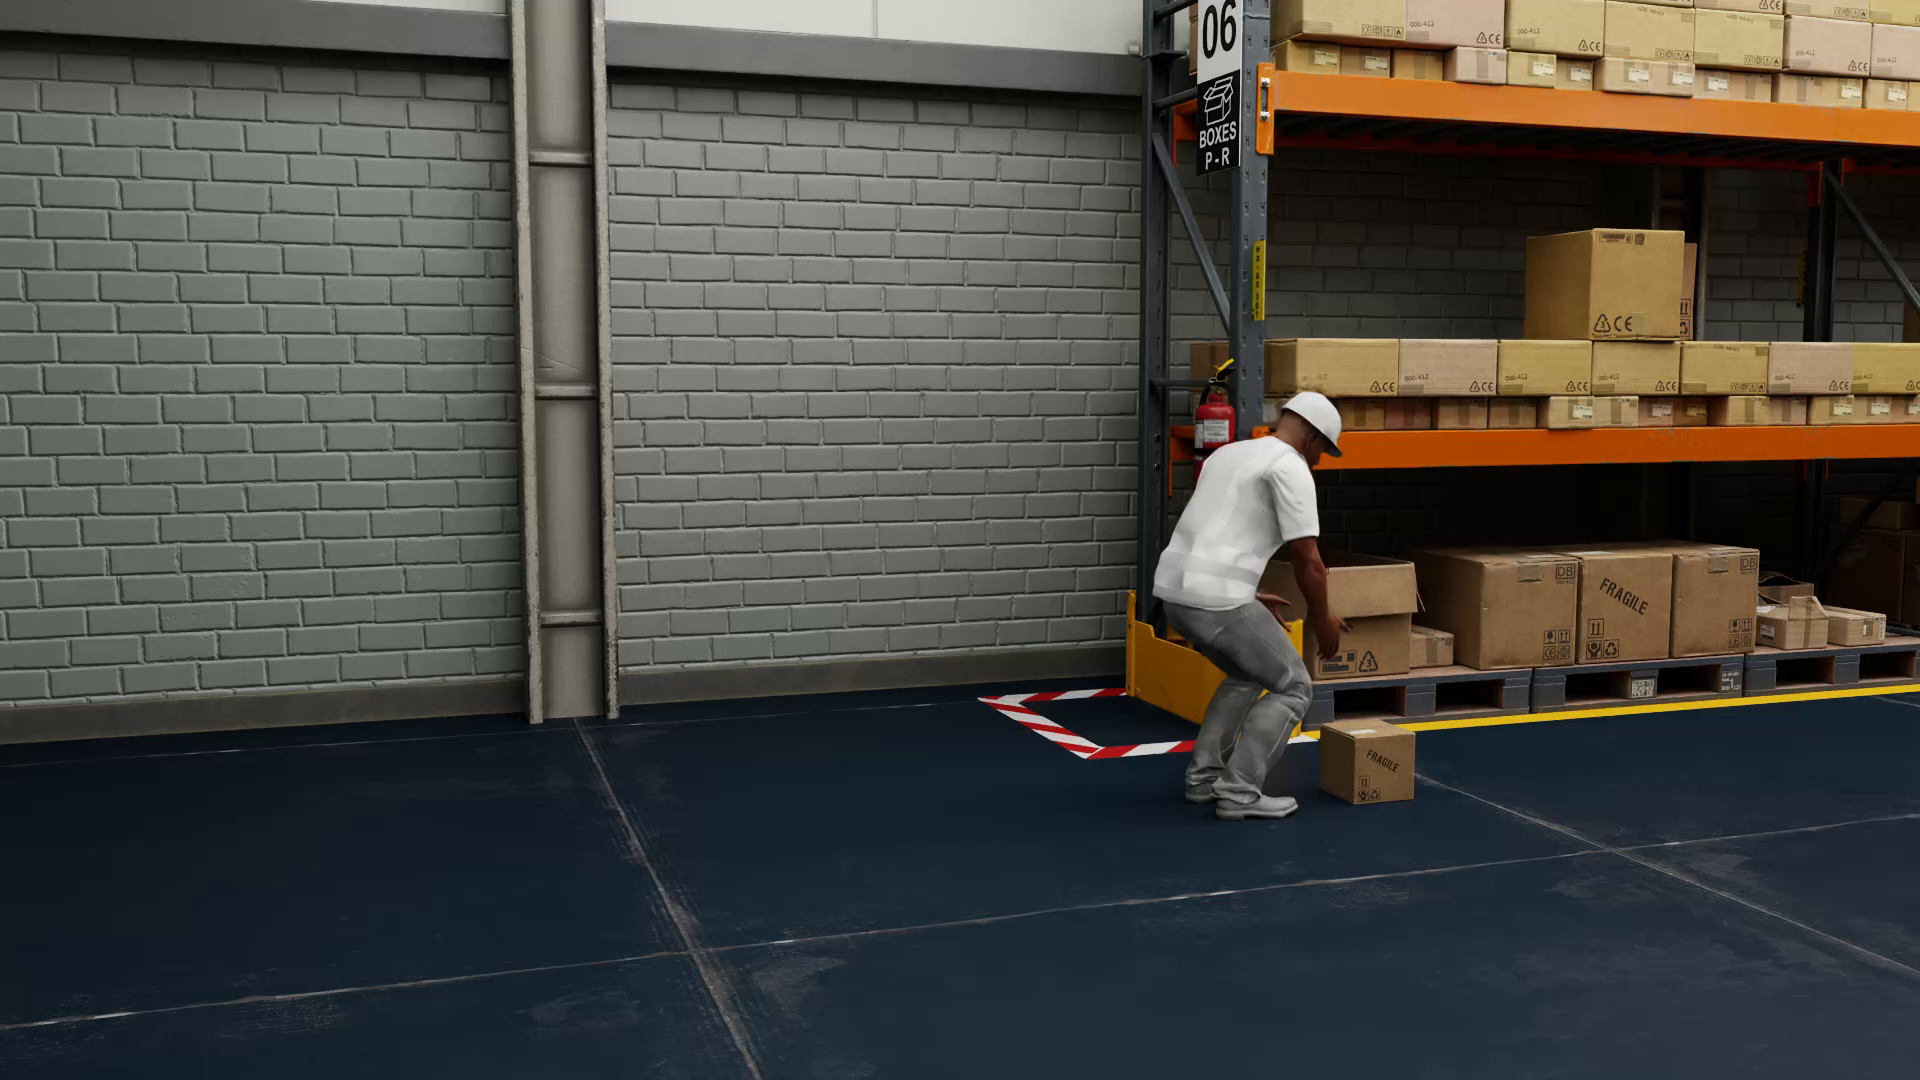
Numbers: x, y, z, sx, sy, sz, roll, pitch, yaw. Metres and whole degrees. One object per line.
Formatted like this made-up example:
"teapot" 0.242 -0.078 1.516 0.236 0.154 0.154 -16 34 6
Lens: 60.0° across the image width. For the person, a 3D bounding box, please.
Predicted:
"person" 1.185 0.445 6.008 0.976 1.017 0.493 -2 6 -21
